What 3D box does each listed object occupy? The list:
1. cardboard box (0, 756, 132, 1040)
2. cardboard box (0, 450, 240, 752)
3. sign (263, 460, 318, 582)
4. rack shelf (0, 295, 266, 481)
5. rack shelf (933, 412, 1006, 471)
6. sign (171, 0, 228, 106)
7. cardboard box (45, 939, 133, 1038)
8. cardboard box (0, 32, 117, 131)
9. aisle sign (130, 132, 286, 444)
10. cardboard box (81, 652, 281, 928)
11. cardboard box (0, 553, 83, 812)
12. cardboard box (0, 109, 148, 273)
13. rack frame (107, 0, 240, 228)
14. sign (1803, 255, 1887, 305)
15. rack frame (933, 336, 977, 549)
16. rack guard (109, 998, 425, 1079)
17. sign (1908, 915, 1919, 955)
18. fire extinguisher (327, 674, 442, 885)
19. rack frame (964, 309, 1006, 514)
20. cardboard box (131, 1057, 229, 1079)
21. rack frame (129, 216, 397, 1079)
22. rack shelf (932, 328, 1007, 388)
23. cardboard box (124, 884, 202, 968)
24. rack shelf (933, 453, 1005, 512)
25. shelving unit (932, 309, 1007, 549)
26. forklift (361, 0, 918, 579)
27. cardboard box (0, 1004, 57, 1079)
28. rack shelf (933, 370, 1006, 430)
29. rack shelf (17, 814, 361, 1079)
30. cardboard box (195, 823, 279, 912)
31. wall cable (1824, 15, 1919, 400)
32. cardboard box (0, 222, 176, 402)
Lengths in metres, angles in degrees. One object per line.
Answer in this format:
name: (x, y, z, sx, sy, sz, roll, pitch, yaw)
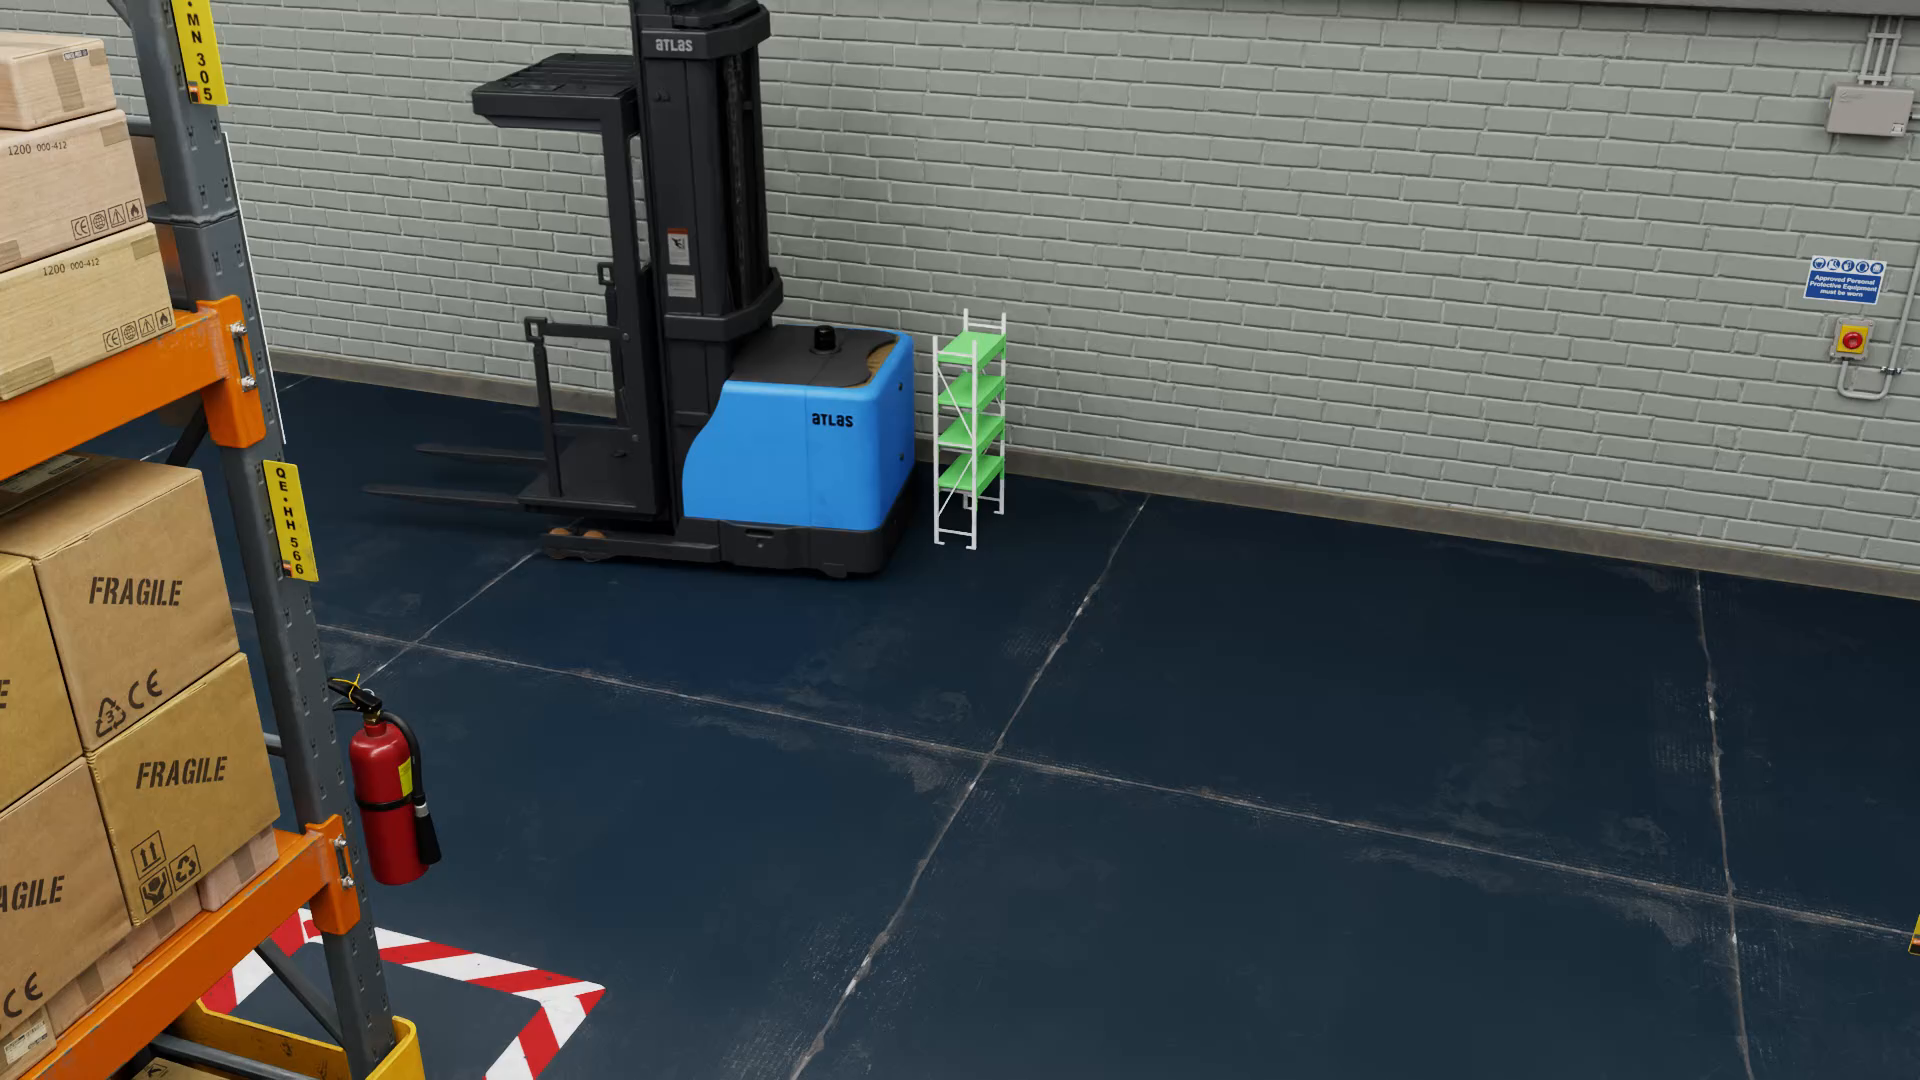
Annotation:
cardboard box: (-2.294, 0.783, 3.736, 0.500, 0.500, 0.500, 8, 27, 17)
cardboard box: (-2.129, 0.124, 3.949, 0.500, 0.500, 0.500, 8, 27, 16)
sign: (-1.694, -0.046, 4.212, 0.100, 0.325, 0.005, 9, 27, 17)
rack shelf: (-2.877, 0.324, 2.522, 1.077, 0.370, 4.000, 9, 27, 17)
rack shelf: (0.055, -0.551, 9.157, 0.258, 0.148, 0.480, 9, 27, 17)
sign: (-1.694, -1.131, 3.686, 0.100, 0.325, 0.005, 9, 27, 17)
cardboard box: (-2.240, 1.019, 3.992, 0.380, 0.149, 0.250, 8, 27, 17)
cardboard box: (-2.045, -0.979, 3.529, 0.380, 0.149, 0.250, 9, 27, 17)
aisle sign: (-1.904, -0.628, 4.122, 0.394, 0.787, 0.004, 9, 27, 17)
cardboard box: (-2.118, 0.572, 4.171, 0.500, 0.500, 0.500, 9, 27, 18)
cardboard box: (-2.297, 0.332, 3.519, 0.500, 0.500, 0.500, 8, 27, 16)
cardboard box: (-2.124, -0.753, 3.519, 0.500, 0.250, 0.500, 8, 27, 16)
rack frame: (-2.211, -2.172, 3.409, 1.000, 3.000, 0.127, 9, 27, 17)
sign: (4.320, -1.269, 8.120, 0.327, 0.218, 0.001, 9, 27, 17)
rack frame: (-0.026, -0.508, 8.922, 0.240, 1.200, 0.015, 9, 27, 17)
rack guard: (-2.236, 1.685, 5.196, 1.175, 0.500, 0.348, 9, 27, 17)
sign: (1.969, 0.697, 3.285, 0.100, 0.325, 0.005, 9, 27, 17)
fire extinguisher: (-1.692, 0.695, 4.890, 0.296, 0.674, 0.183, 9, 27, 17)
rack frame: (0.136, -0.708, 9.336, 0.240, 1.200, 0.015, 9, 27, 17)
cardboard box: (-2.148, 1.609, 4.591, 0.380, 0.149, 0.250, 9, 27, 18)
rack frame: (-2.211, 0.529, 4.716, 1.000, 3.000, 0.127, 9, 27, 17)
rack shelf: (0.055, -0.983, 8.948, 0.258, 0.148, 0.480, 9, 27, 17)
cardboard box: (-2.171, 0.913, 4.210, 0.380, 0.149, 0.250, 9, 27, 17)
rack shelf: (0.055, -0.335, 9.261, 0.258, 0.148, 0.480, 9, 27, 17)
shelving unit: (0.055, -0.608, 9.129, 0.258, 1.200, 0.503, 9, 27, 17)
forklift: (-1.809, -1.418, 8.816, 3.031, 2.935, 1.130, 5, 26, 10)
cardboard box: (-2.303, 1.127, 3.769, 0.380, 0.149, 0.250, 9, 27, 19)
rack shelf: (0.055, -0.767, 9.052, 0.258, 0.148, 0.480, 9, 27, 17)
rack shelf: (-2.877, 1.674, 3.175, 1.077, 0.370, 4.000, 9, 27, 17)
cardboard box: (-2.053, 0.817, 4.410, 0.380, 0.149, 0.250, 9, 27, 18)
wall cable: (4.345, -1.587, 7.884, 0.585, 1.953, 0.123, 9, 27, 17)
cardboard box: (-2.113, -0.529, 3.630, 0.500, 0.250, 0.500, 8, 27, 16)
